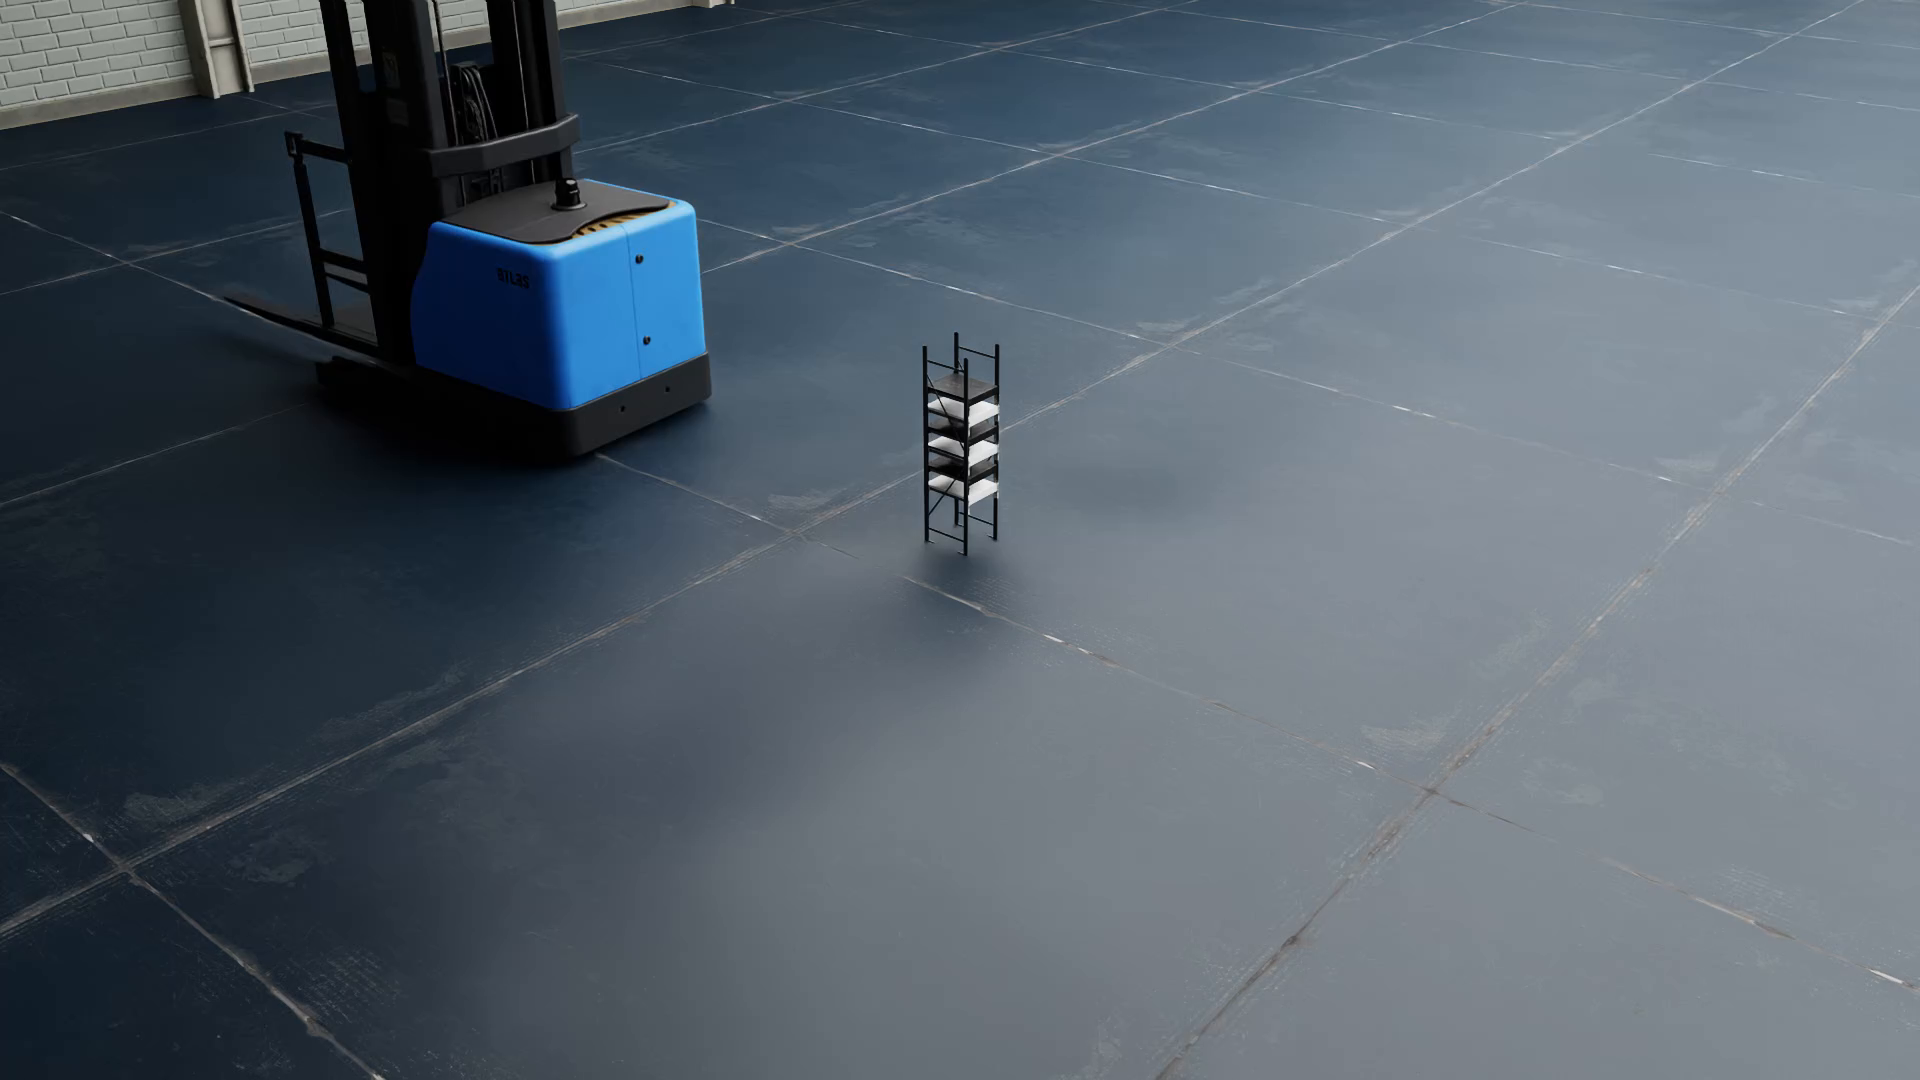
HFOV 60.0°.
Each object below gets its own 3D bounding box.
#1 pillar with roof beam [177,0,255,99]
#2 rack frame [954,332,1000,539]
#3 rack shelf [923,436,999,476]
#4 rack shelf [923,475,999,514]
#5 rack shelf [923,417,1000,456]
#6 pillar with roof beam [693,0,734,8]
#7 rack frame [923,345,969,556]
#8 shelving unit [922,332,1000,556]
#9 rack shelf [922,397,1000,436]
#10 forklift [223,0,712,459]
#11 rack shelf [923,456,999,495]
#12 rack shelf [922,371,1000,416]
[{"bbox_3d":[-3.349,-6.806,10.613,9.100,9.000,0.400,21,34,34],"label":"pillar with roof beam"},{"bbox_3d":[0.070,-0.439,7.118,0.240,0.900,0.006,21,34,34],"label":"rack frame"},{"bbox_3d":[0.005,-0.373,7.064,0.258,0.077,0.200,21,34,34],"label":"rack shelf"},{"bbox_3d":[0.005,-0.213,7.147,0.258,0.077,0.200,21,34,34],"label":"rack shelf"},{"bbox_3d":[0.005,-0.453,7.023,0.258,0.077,0.200,21,34,34],"label":"rack shelf"},{"bbox_3d":[0.467,-8.933,14.725,9.100,9.000,0.400,21,34,34],"label":"pillar with roof beam"},{"bbox_3d":[-0.059,-0.367,6.979,0.240,0.900,0.006,21,34,34],"label":"rack frame"},{"bbox_3d":[0.005,-0.403,7.049,0.258,0.900,0.210,21,34,34],"label":"shelving unit"},{"bbox_3d":[0.005,-0.533,6.981,0.258,0.077,0.200,21,34,34],"label":"rack shelf"},{"bbox_3d":[-2.766,-2.208,8.328,3.031,2.935,1.130,18,33,31],"label":"forklift"},{"bbox_3d":[0.005,-0.293,7.105,0.258,0.077,0.200,21,34,34],"label":"rack shelf"},{"bbox_3d":[0.005,-0.613,6.940,0.258,0.077,0.200,21,34,34],"label":"rack shelf"}]
